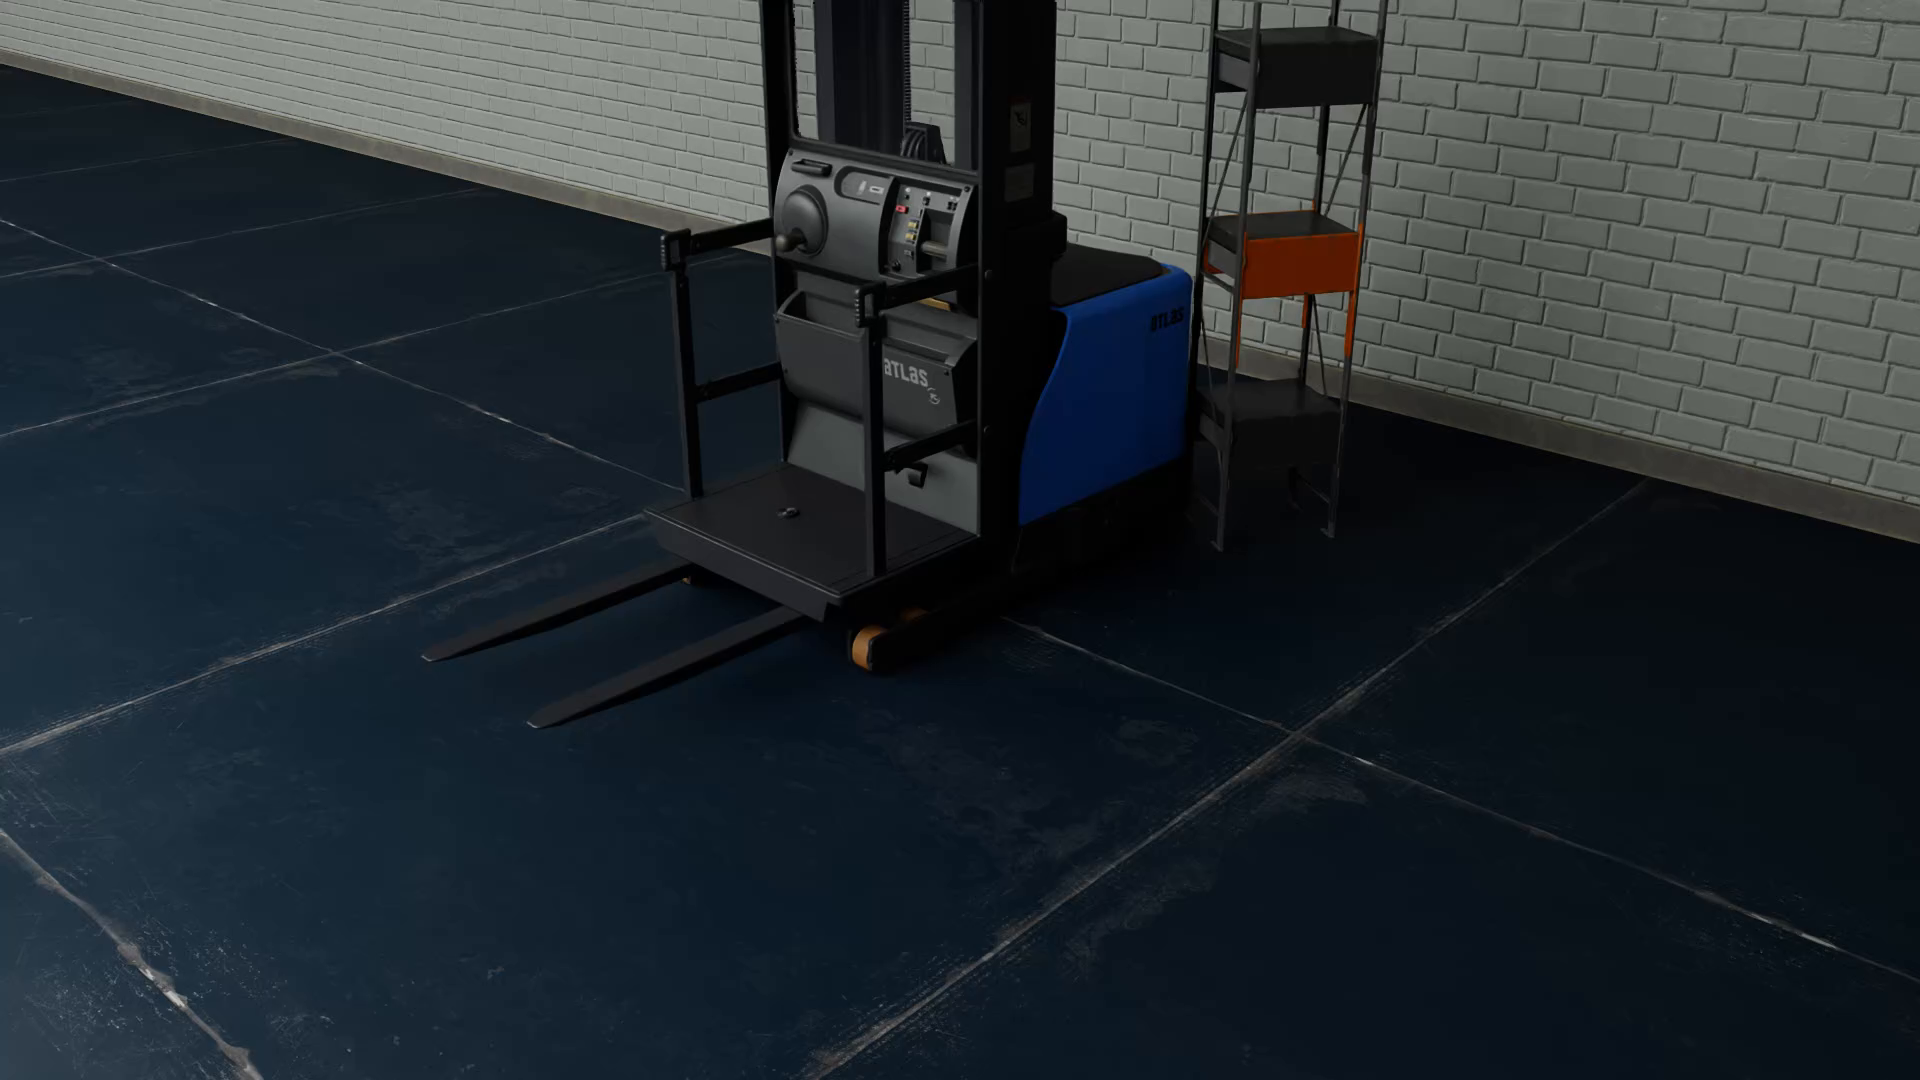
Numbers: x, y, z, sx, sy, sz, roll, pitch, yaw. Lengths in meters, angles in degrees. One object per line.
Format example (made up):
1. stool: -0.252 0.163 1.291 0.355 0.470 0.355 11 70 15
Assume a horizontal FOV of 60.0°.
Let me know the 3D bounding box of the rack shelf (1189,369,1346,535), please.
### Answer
1. rack shelf: 1.226 -0.363 6.738 0.480 0.518 0.431 -6 25 -14

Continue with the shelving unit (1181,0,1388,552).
1. shelving unit: 1.226 -1.015 6.446 0.503 2.100 0.431 -6 25 -14

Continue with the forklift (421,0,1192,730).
1. forklift: -0.457 -1.115 5.654 1.130 2.935 3.031 21 32 39

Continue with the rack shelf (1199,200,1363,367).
1. rack shelf: 1.226 -1.002 6.452 0.480 0.518 0.431 -6 25 -14

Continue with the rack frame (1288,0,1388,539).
1. rack frame: 1.461 -1.041 6.505 0.015 2.100 0.400 -6 25 -14

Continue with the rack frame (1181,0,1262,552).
1. rack frame: 0.991 -0.988 6.388 0.015 2.100 0.400 -6 25 -14

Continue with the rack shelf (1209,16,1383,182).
1. rack shelf: 1.226 -1.641 6.166 0.480 0.518 0.431 -6 25 -14
